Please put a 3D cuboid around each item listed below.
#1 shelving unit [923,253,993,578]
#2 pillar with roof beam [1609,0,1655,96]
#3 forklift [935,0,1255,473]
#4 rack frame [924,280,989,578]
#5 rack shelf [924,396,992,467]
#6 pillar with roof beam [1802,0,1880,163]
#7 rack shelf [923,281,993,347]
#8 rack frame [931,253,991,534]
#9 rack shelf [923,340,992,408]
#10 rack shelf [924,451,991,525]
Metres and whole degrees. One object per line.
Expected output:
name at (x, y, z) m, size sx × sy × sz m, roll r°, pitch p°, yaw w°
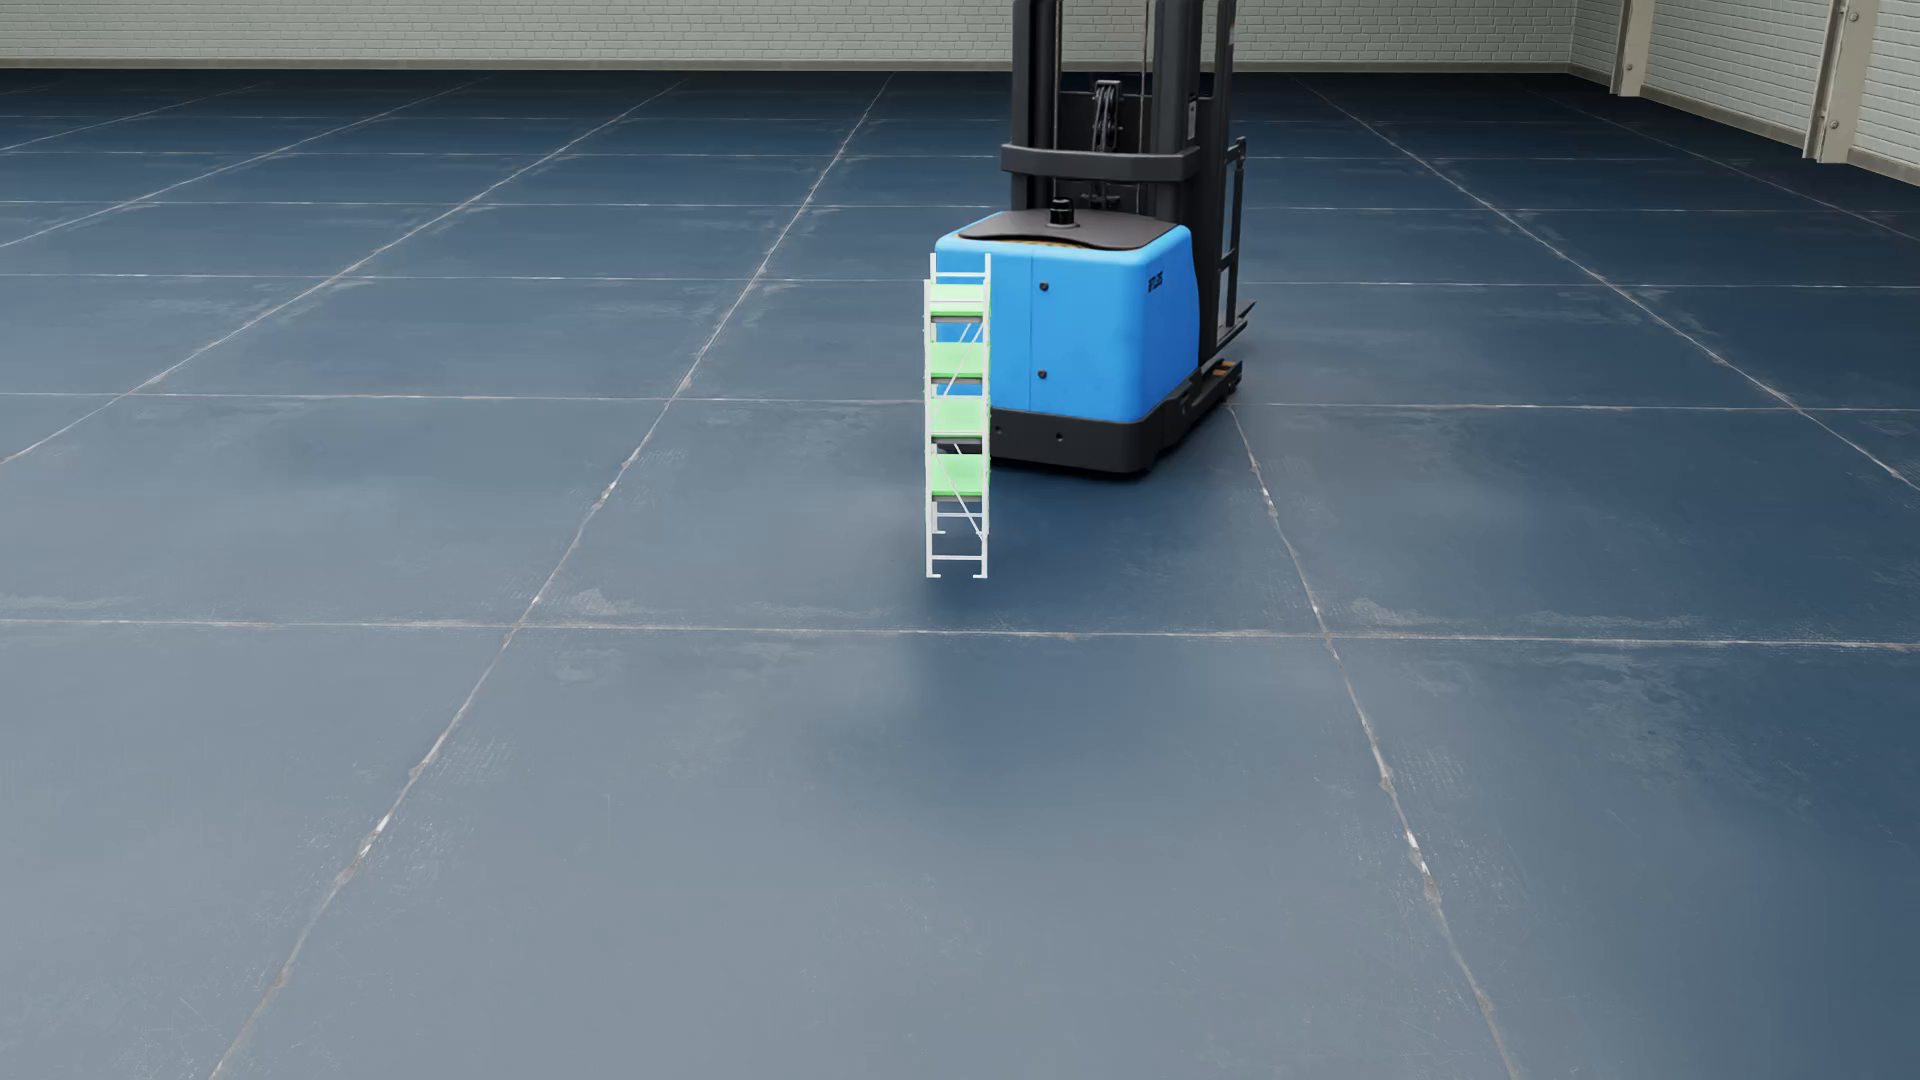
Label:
shelving unit at (-0.005, -0.500, 6.658) m, size 0.258 × 1.200 × 0.503 m, roll 1°, pitch 21°, yaw 2°
pillar with roof beam at (4.776, -10.316, 21.177) m, size 9.100 × 9.000 × 0.400 m, roll 1°, pitch 21°, yaw 2°
forklift at (0.908, -2.172, 8.576) m, size 1.130 × 2.935 × 3.031 m, roll 9°, pitch 23°, yaw 21°
rack frame at (-0.012, -0.411, 6.430) m, size 0.240 × 1.200 × 0.015 m, roll 1°, pitch 21°, yaw 2°
rack shelf at (-0.005, -0.440, 6.681) m, size 0.258 × 0.148 × 0.480 m, roll 1°, pitch 21°, yaw 2°
pillar with roof beam at (4.593, -8.147, 15.586) m, size 9.100 × 9.000 × 0.400 m, roll 1°, pitch 21°, yaw 2°
rack shelf at (-0.005, -0.887, 6.507) m, size 0.258 × 0.148 × 0.480 m, roll 1°, pitch 21°, yaw 2°
rack frame at (0.002, -0.588, 6.885) m, size 0.240 × 1.200 × 0.015 m, roll 1°, pitch 21°, yaw 2°
rack shelf at (-0.005, -0.664, 6.594) m, size 0.258 × 0.148 × 0.480 m, roll 1°, pitch 21°, yaw 2°
rack shelf at (-0.005, -0.216, 6.768) m, size 0.258 × 0.148 × 0.480 m, roll 1°, pitch 21°, yaw 2°
